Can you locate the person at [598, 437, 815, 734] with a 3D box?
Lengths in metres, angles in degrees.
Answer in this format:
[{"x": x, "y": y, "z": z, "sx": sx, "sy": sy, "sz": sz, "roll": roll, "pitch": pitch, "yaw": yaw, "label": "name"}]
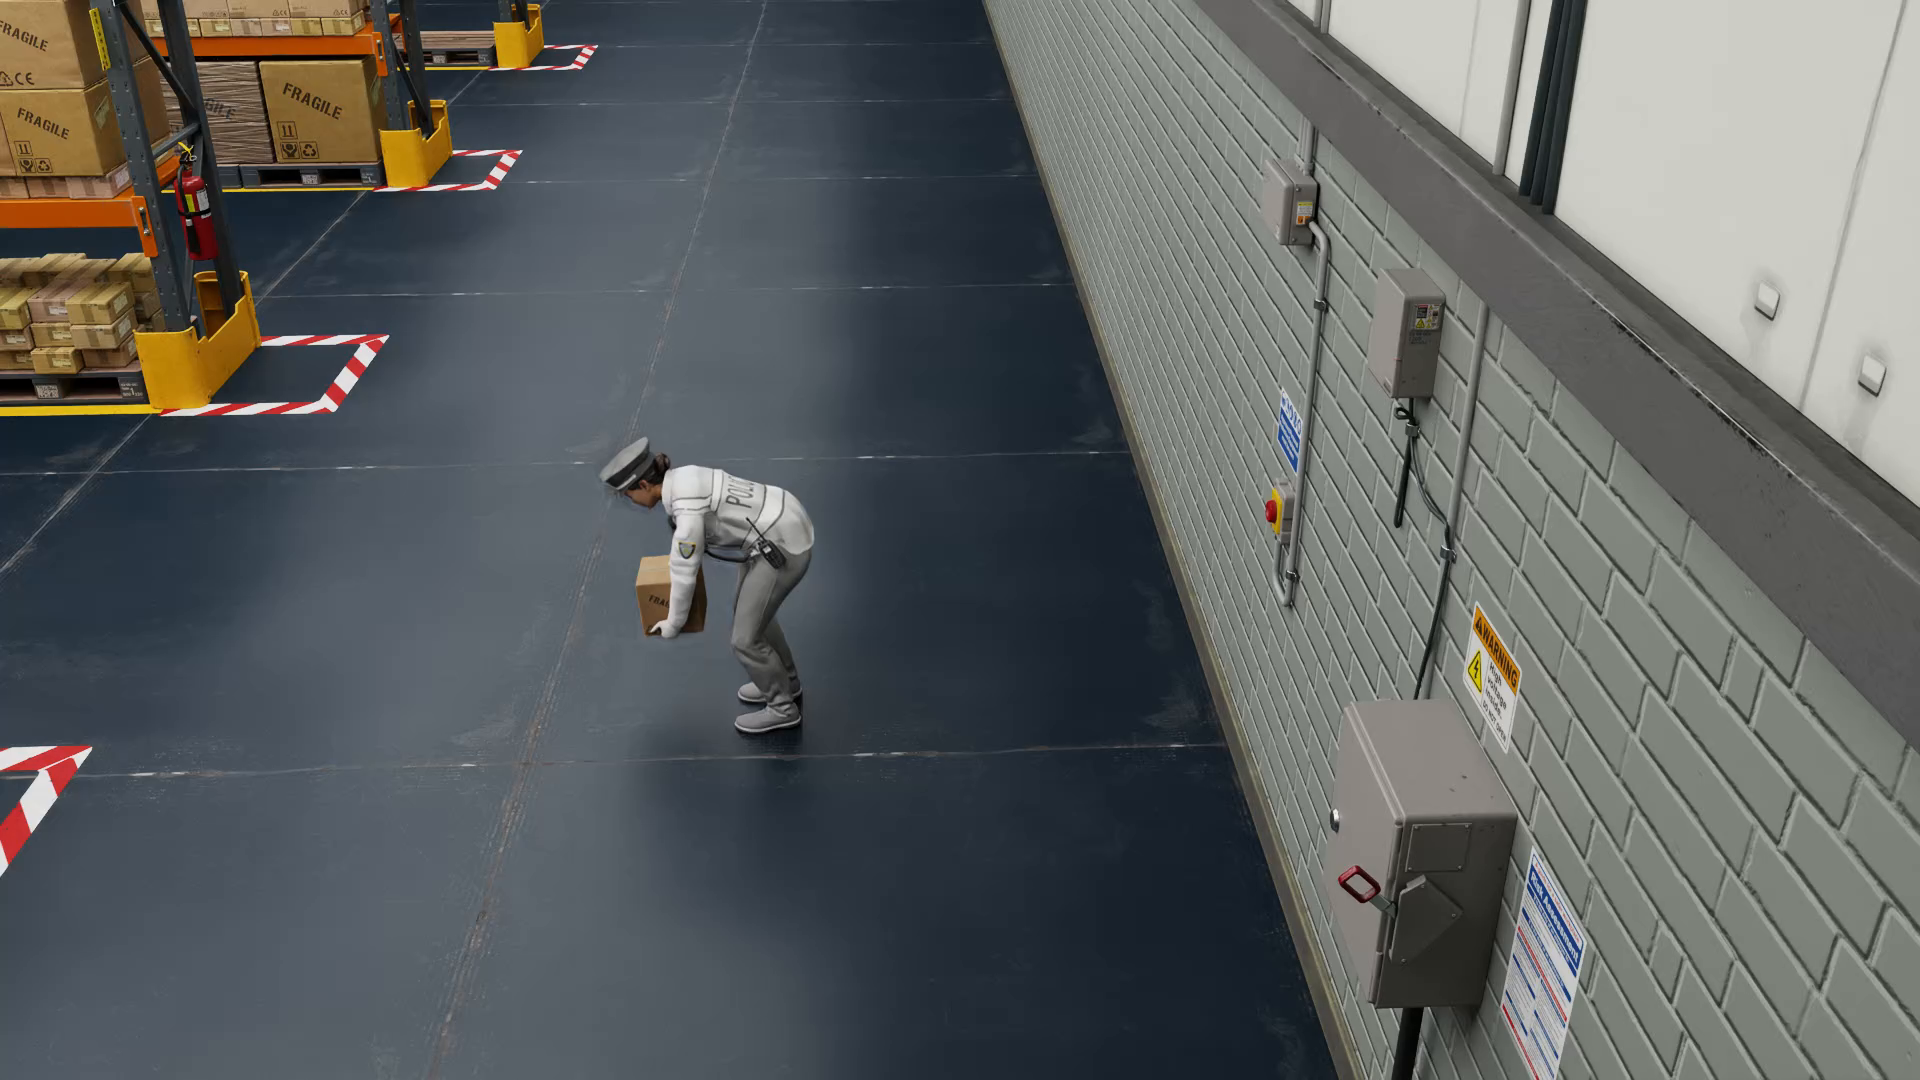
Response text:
[{"x": -1.039, "y": 0.180, "z": 7.039, "sx": 0.865, "sy": 1.327, "sz": 0.417, "roll": -2, "pitch": 28, "yaw": -4, "label": "person"}]
